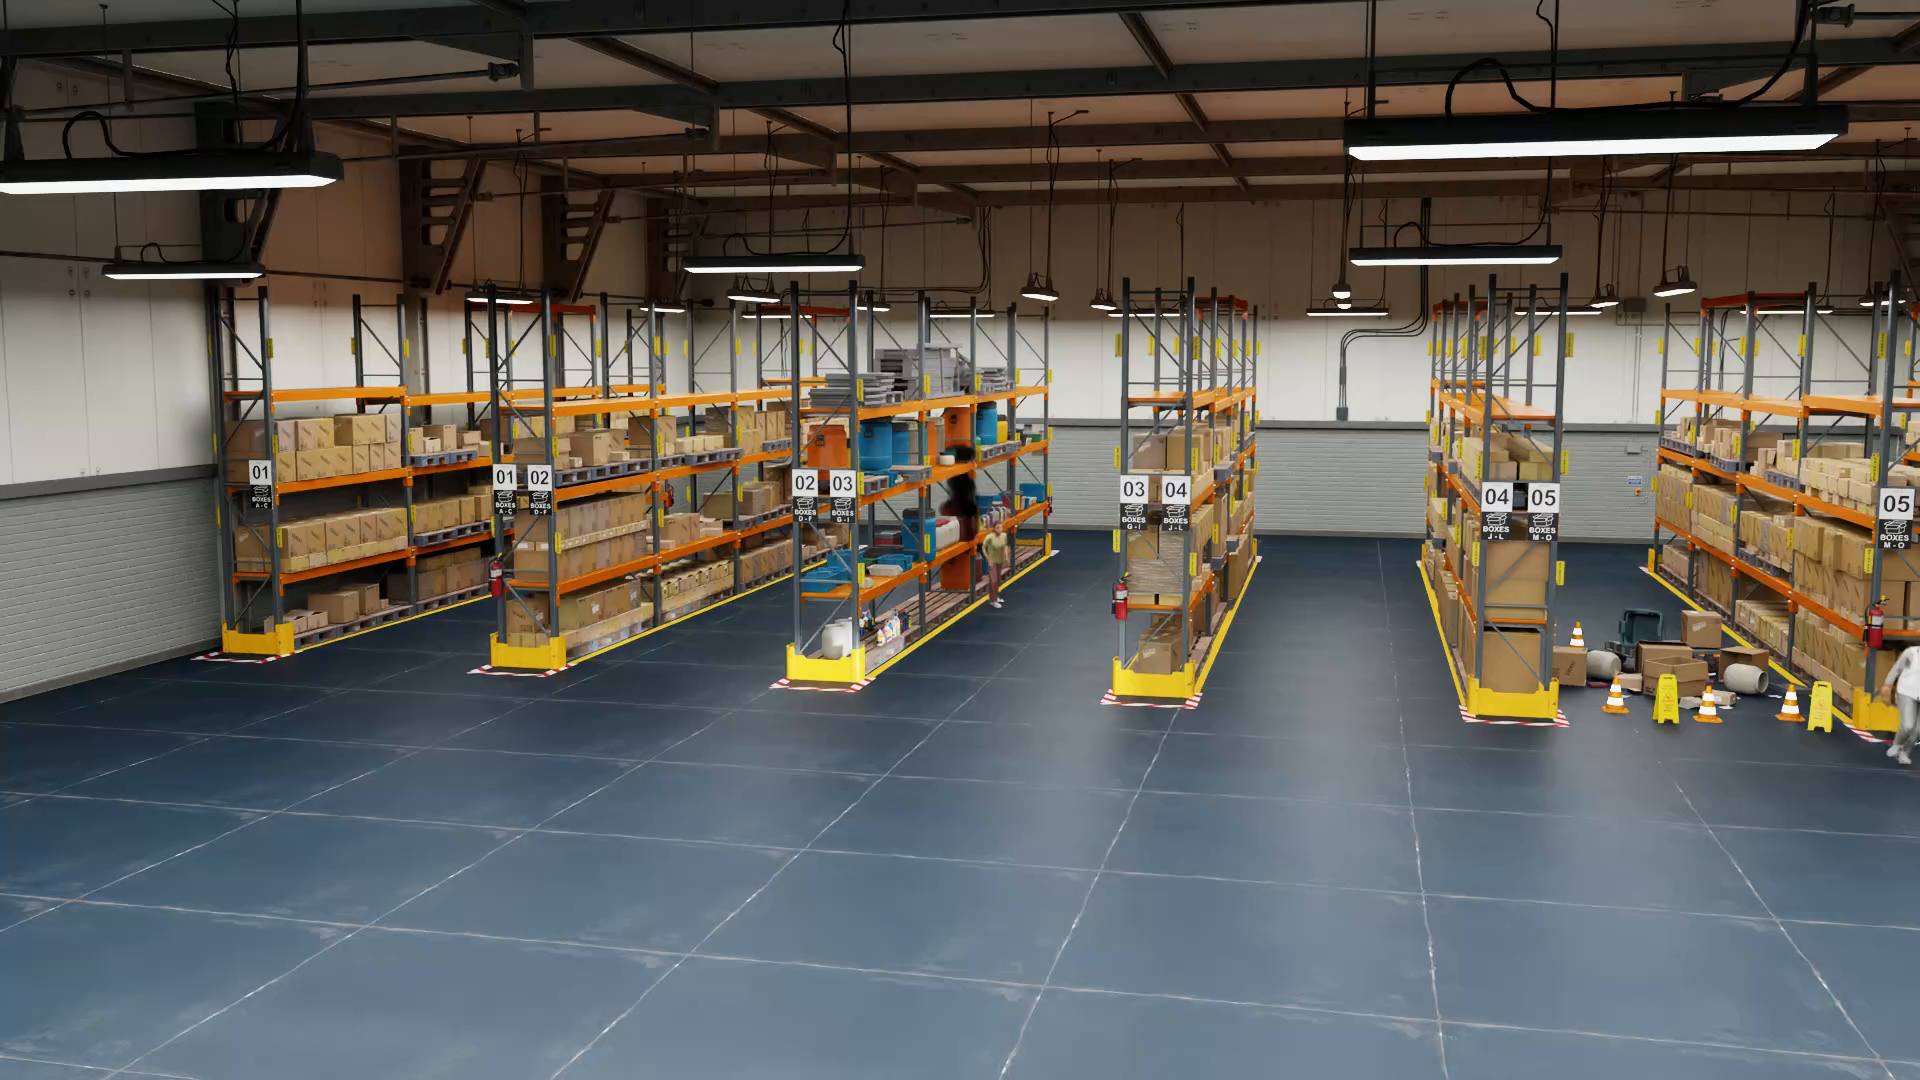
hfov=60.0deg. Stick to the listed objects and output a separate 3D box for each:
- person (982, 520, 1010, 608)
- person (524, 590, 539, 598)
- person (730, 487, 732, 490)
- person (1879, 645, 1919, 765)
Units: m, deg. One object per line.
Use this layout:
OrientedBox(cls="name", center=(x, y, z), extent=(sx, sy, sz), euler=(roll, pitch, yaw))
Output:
OrientedBox(cls="person", center=(0.628, 0.423, 30.578), extent=(0.587, 1.636, 0.746), euler=(-3, 7, -27))
OrientedBox(cls="person", center=(-7.994, 0.615, 31.112), extent=(0.654, 1.673, 0.757), euler=(-1, 7, -5))
OrientedBox(cls="person", center=(-5.474, -0.568, 41.241), extent=(0.729, 1.652, 0.905), euler=(0, 7, 4))
OrientedBox(cls="person", center=(11.487, 1.866, 19.916), extent=(0.658, 1.727, 0.671), euler=(0, 7, 3))
